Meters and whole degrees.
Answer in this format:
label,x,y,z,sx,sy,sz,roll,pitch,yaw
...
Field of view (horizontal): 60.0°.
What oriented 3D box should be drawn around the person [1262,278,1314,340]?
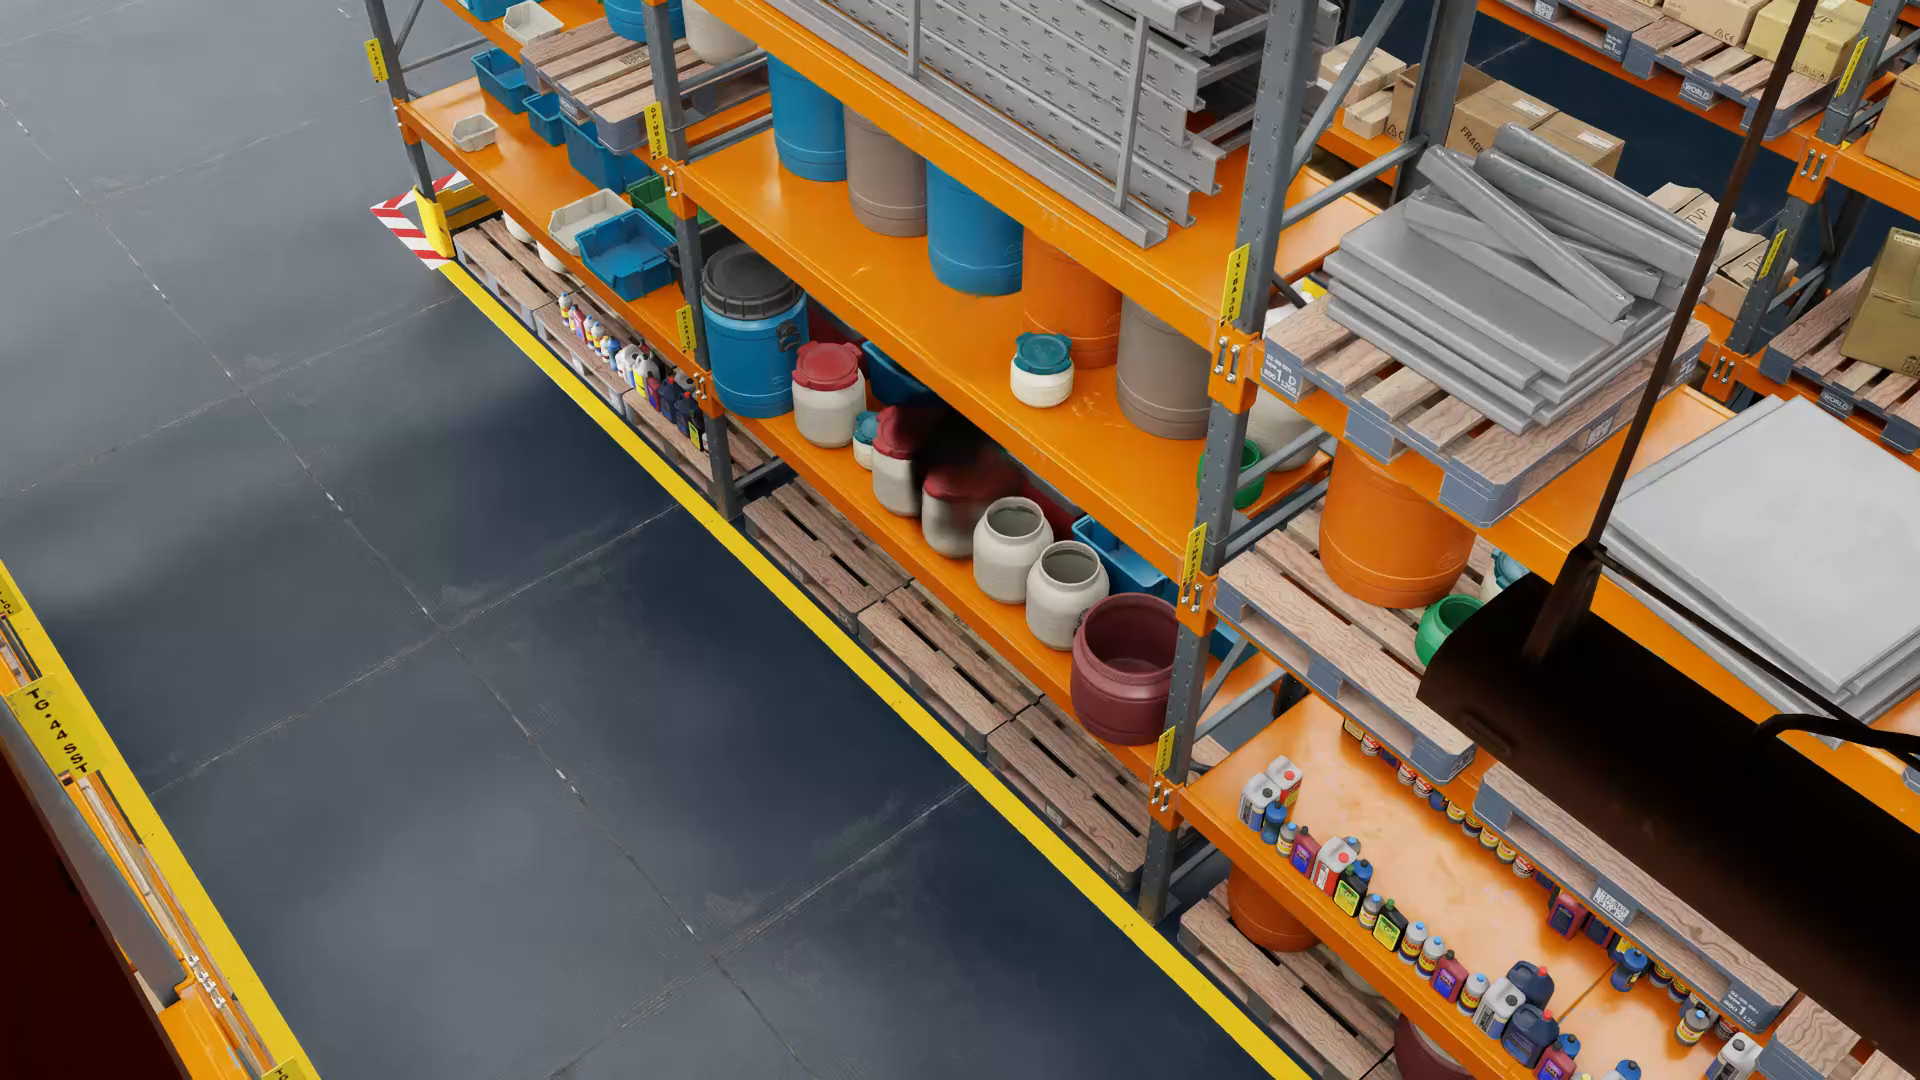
label,x,y,z,sx,sy,sz,roll,pitch,yaw
person,1.928,-1.004,10.356,0.592,1.738,0.702,32,54,26
